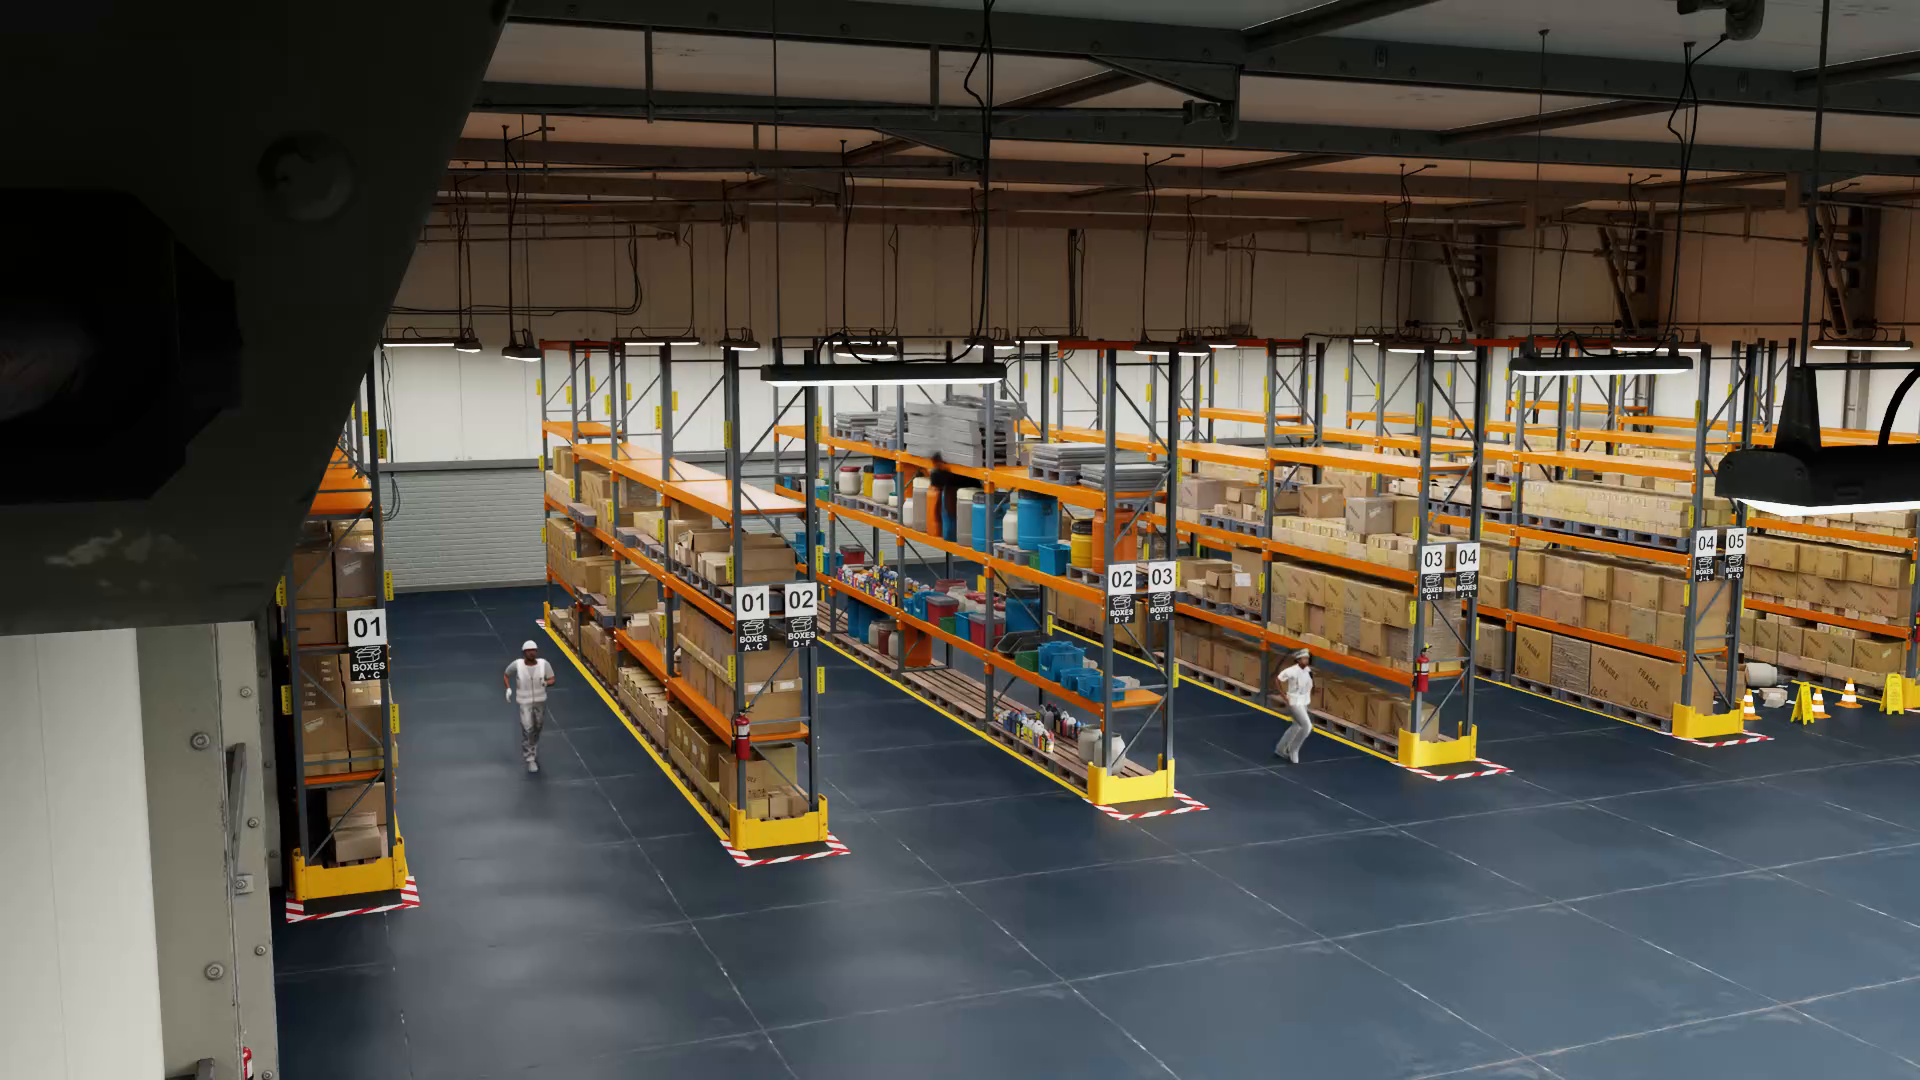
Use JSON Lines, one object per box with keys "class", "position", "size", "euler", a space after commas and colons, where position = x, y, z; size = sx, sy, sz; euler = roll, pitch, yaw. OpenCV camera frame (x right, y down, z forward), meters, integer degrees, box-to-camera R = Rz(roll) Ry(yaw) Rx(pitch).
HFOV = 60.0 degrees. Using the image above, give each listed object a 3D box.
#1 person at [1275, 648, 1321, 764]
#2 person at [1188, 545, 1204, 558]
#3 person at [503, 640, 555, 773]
{"class": "person", "position": [4.883, 2.382, 24.048], "size": [0.564, 1.684, 0.715], "euler": [-7, 10, -44]}
{"class": "person", "position": [5.970, 0.036, 41.723], "size": [0.641, 1.759, 0.692], "euler": [3, 8, 19]}
{"class": "person", "position": [-6.138, 2.332, 23.810], "size": [0.681, 1.807, 0.926], "euler": [-4, 8, -28]}
